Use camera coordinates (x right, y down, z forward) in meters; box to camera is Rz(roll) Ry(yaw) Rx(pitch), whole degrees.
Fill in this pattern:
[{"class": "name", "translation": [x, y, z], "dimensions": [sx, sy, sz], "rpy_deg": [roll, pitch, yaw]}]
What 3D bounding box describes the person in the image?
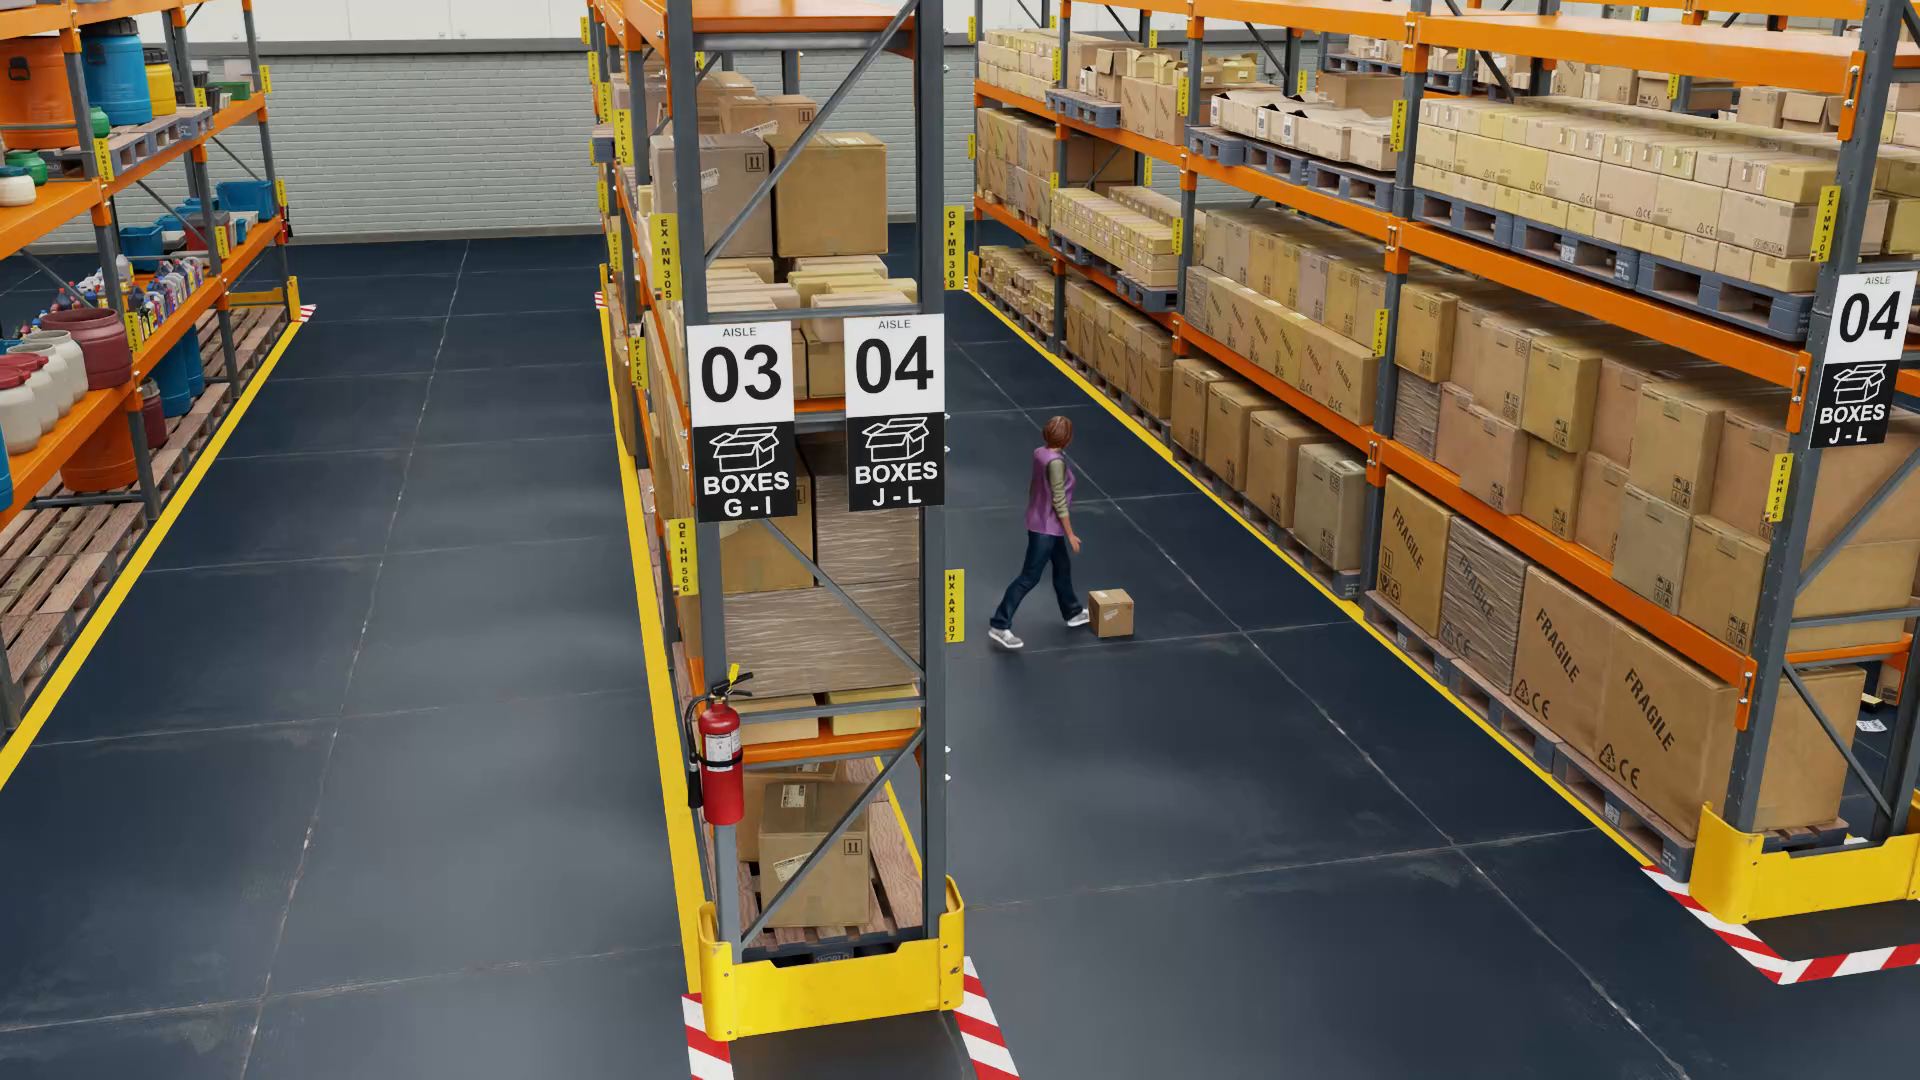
[{"class": "person", "translation": [0.605, -0.070, 11.279], "dimensions": [0.845, 1.554, 0.551], "rpy_deg": [-2, 20, -5]}]
